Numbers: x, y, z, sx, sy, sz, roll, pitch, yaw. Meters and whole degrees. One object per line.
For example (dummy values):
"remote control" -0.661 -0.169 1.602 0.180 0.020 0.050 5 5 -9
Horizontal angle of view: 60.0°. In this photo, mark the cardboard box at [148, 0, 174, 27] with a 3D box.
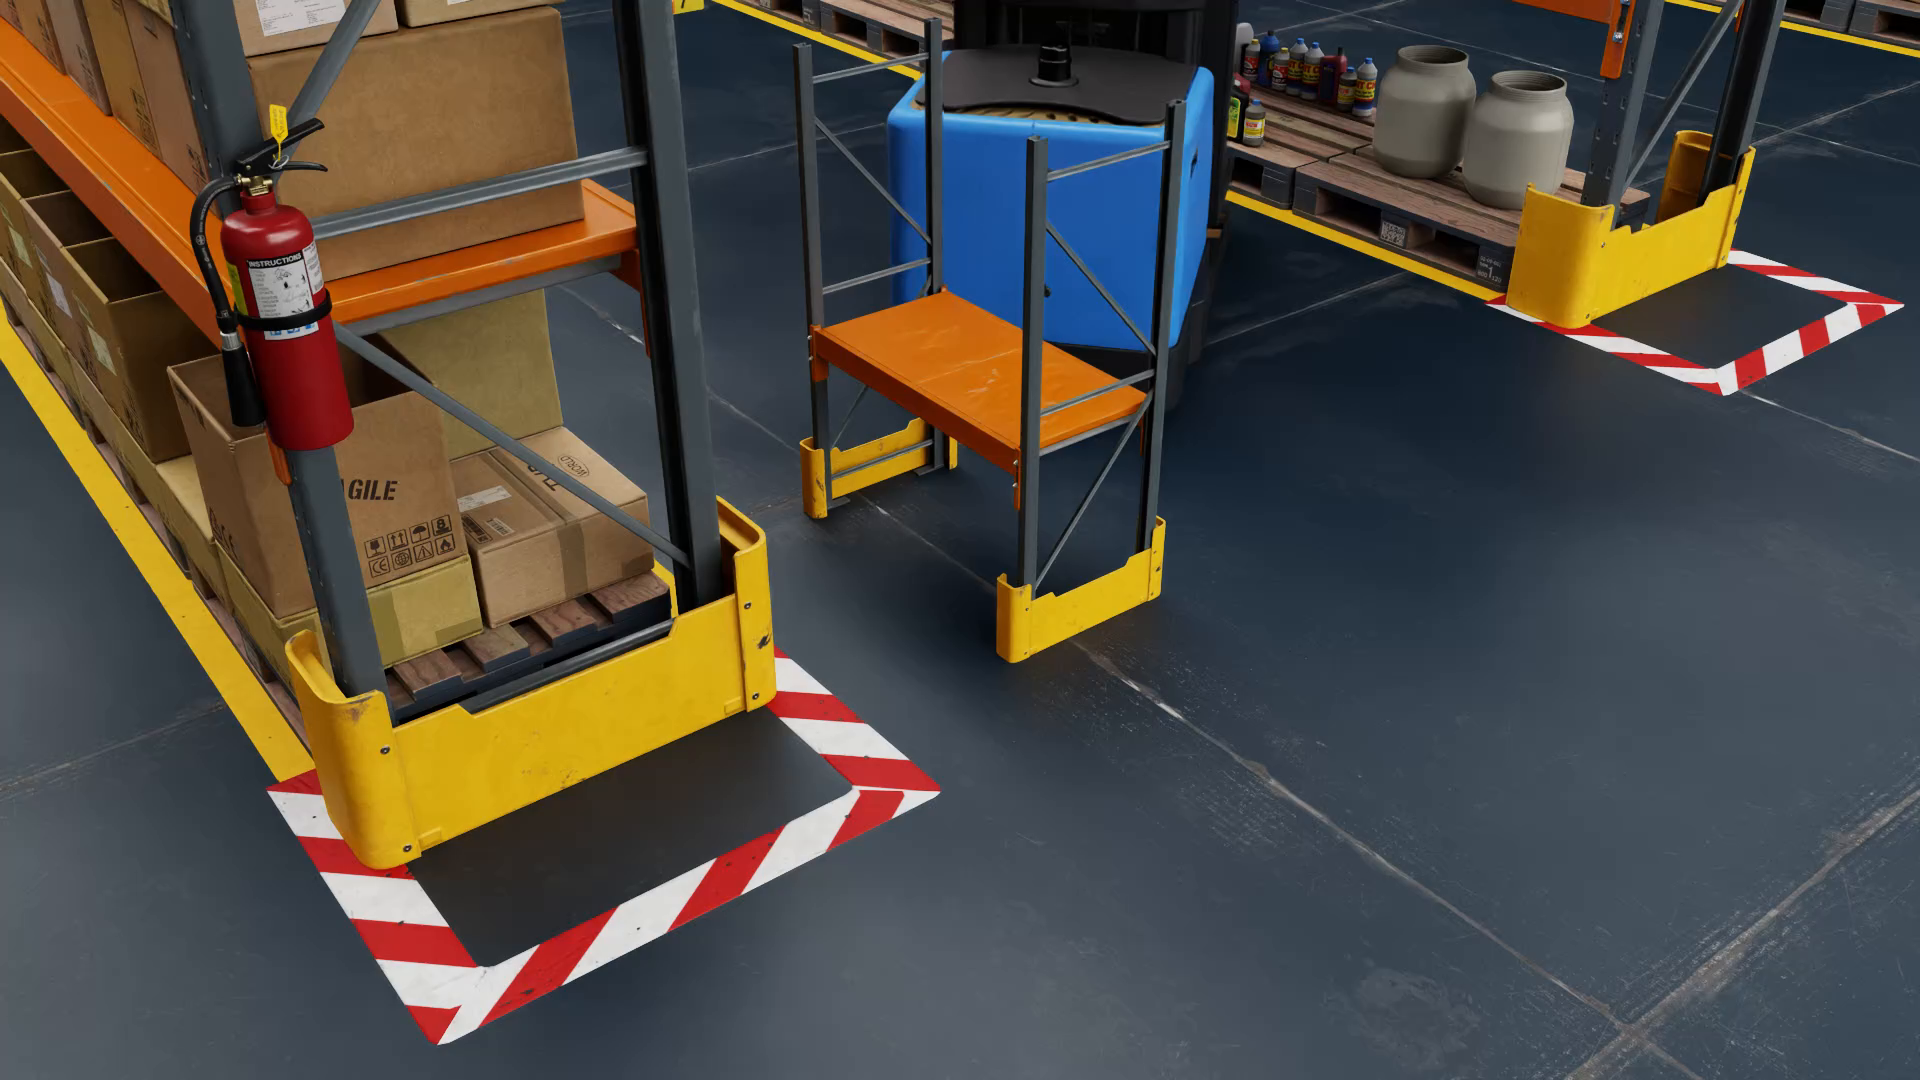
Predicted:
"cardboard box" -1.606 -1.266 3.736 0.380 0.149 0.250 -21 38 -30

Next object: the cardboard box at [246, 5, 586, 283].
"cardboard box" -1.336 -0.983 3.895 0.700 0.500 0.500 -22 38 -31

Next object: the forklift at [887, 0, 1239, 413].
"forklift" 0.572 -2.448 6.413 1.130 2.935 3.031 7 33 11

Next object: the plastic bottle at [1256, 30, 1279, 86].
"plastic bottle" 1.594 -2.496 8.595 0.097 0.271 0.097 0 32 0

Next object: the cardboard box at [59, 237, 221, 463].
"cardboard box" -2.248 -0.610 4.886 0.500 0.500 0.500 -22 38 -31

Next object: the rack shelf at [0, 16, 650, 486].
"rack shelf" -2.286 -1.270 5.133 1.077 0.370 4.000 -22 38 -31

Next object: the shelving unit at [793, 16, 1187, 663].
"shelving unit" 0.047 -0.605 4.803 0.587 1.500 1.083 -22 38 -31

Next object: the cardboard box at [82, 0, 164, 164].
"cardboard box" -1.961 -1.409 4.581 0.700 0.500 0.500 -22 38 -31

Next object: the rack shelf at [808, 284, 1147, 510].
"rack shelf" 0.052 -0.449 4.892 0.538 0.185 1.000 -22 38 -31

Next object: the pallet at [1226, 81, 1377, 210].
"pallet" 1.534 -2.023 8.307 1.003 0.211 1.213 -22 38 -31

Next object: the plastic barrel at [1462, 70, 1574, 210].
"plastic barrel" 2.392 -1.714 7.126 0.421 0.512 0.421 0 32 0

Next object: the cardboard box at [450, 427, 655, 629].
"cardboard box" -1.213 -0.047 4.691 0.500 0.250 0.500 -22 38 -31

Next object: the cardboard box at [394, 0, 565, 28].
"cardboard box" -1.130 -1.293 3.779 0.380 0.149 0.250 -23 38 -32

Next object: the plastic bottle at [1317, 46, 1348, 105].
"plastic bottle" 1.865 -2.332 8.320 0.061 0.283 0.133 -22 38 -31

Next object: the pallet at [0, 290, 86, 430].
"pallet" -3.058 -0.879 6.465 1.003 0.211 1.213 -22 38 -31

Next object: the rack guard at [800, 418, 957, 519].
"rack guard" -0.259 -0.282 5.467 0.587 0.250 0.087 -22 38 -31

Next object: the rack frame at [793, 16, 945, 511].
"rack frame" -0.259 -0.813 5.138 0.500 1.500 0.032 -22 38 -31

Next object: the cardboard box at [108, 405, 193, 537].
"cardboard box" -2.246 -0.292 5.085 0.500 0.250 0.500 -22 38 -31

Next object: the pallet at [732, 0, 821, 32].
"pallet" -0.862 -3.649 10.925 1.003 0.211 1.213 -22 38 -31

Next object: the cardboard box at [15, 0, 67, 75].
"cardboard box" -2.602 -1.840 5.275 0.700 0.500 0.500 -22 38 -31

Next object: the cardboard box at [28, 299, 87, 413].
"cardboard box" -2.862 -0.708 5.754 0.500 0.250 0.500 -22 38 -31

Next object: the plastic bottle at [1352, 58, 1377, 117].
"plastic bottle" 1.990 -2.227 8.161 0.097 0.271 0.097 0 32 0

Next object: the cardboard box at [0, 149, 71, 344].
"cardboard box" -2.862 -1.026 5.557 0.500 0.500 0.500 -22 38 -31

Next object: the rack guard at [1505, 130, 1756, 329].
"rack guard" 2.772 -1.297 6.865 1.175 0.500 0.348 -22 38 -31

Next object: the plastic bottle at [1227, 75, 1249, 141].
"plastic bottle" 1.297 -2.042 7.852 0.061 0.283 0.133 -21 38 -30

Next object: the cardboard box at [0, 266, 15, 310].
"cardboard box" -3.468 -1.128 6.431 0.500 0.250 0.500 -22 38 -31

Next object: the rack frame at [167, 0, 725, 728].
"rack frame" -1.060 -0.742 3.601 1.000 3.000 0.127 -22 38 -31

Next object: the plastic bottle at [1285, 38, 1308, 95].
"plastic bottle" 1.718 -2.411 8.459 0.097 0.271 0.097 0 32 0

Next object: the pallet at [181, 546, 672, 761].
"pallet" -1.562 0.138 4.828 1.003 0.211 1.213 -22 38 -31

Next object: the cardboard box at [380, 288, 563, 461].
"cardboard box" -1.521 -0.574 4.828 0.500 0.500 0.500 -22 38 -31

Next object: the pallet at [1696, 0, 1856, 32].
"pallet" 5.507 -3.650 10.927 1.003 0.211 1.213 -22 38 -31

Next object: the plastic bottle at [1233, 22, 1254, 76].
"plastic bottle" 1.437 -2.581 8.727 0.152 0.276 0.135 -22 38 -31

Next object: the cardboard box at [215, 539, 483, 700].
"cardboard box" -1.622 0.120 4.422 0.500 0.250 0.500 -22 38 -31
